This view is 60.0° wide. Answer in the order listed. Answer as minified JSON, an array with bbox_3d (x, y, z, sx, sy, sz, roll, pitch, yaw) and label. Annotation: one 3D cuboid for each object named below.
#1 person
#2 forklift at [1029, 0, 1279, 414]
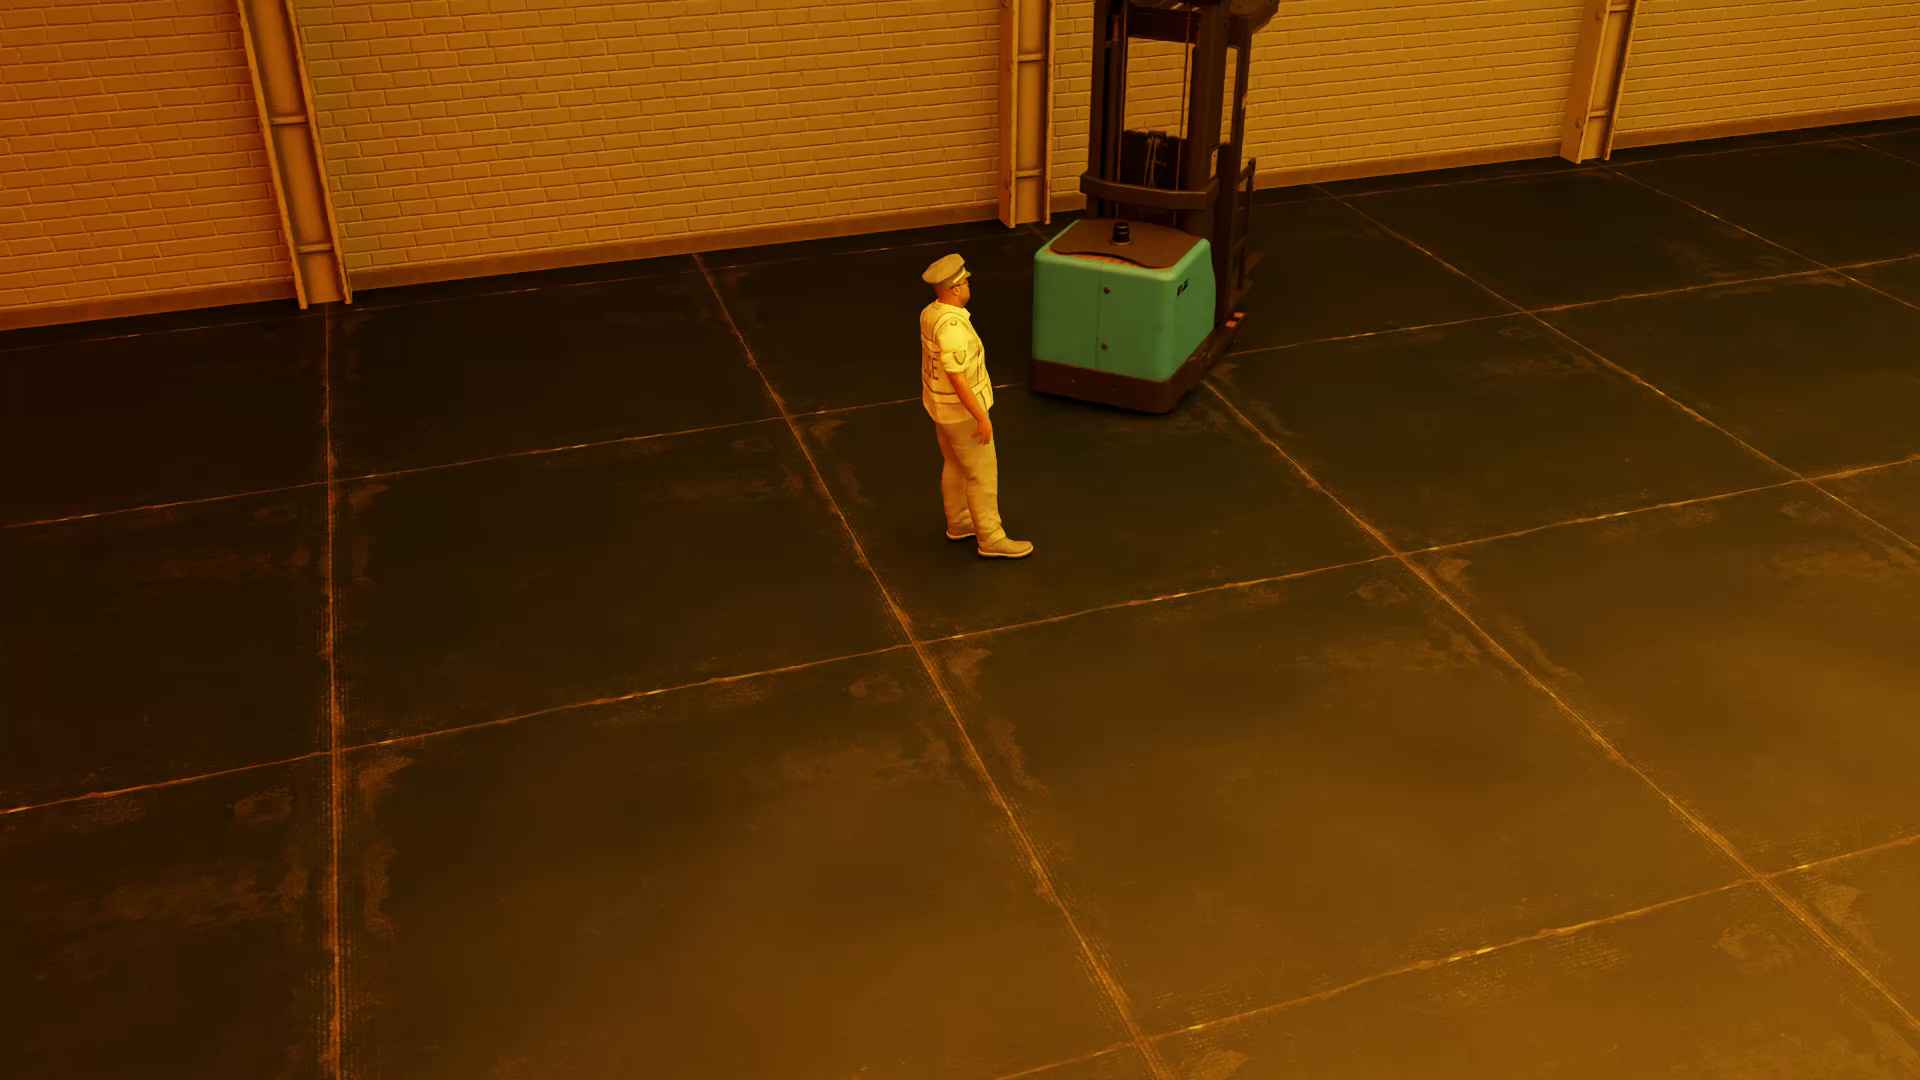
[{"bbox_3d":[0.077,-0.785,9.590,0.575,1.780,0.640,-10,31,-16],"label":"person"},{"bbox_3d":[1.570,-2.849,12.039,1.130,2.935,3.031,13,32,22],"label":"forklift"}]
